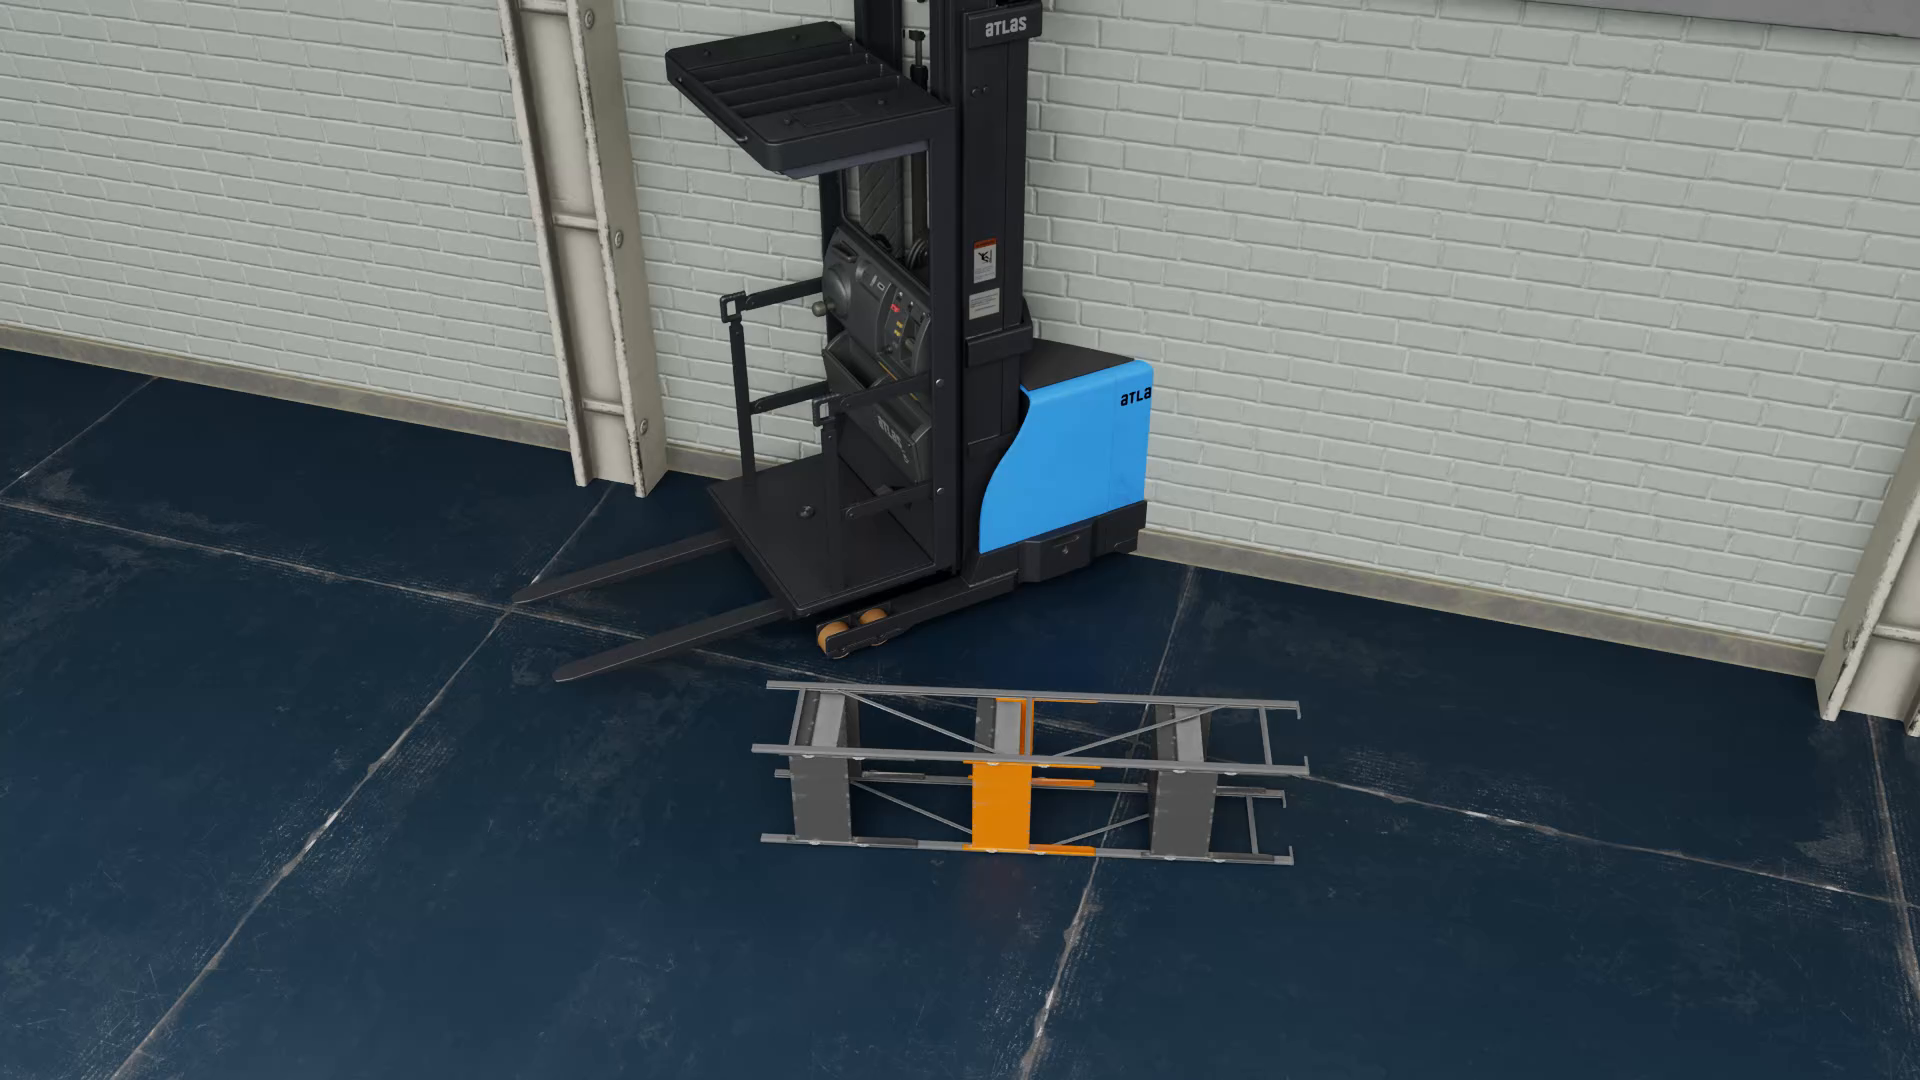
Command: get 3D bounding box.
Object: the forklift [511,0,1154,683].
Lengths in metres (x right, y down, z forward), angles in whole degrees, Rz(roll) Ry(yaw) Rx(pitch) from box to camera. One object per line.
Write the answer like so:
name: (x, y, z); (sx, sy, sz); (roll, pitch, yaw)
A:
forklift: (-0.547, -1.003, 7.140); (3.031, 2.935, 1.130); (-18, 40, -23)

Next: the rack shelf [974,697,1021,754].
rack shelf: (0.146, 0.912, 6.575); (0.174, 0.457, 0.368); (2, 36, 3)

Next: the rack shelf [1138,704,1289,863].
rack shelf: (0.982, 0.941, 6.535); (0.518, 0.480, 0.431); (2, 36, 3)

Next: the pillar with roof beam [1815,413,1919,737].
pillar with roof beam: (2.681, -0.467, 1.293); (0.400, 9.000, 9.100); (10, 38, 14)

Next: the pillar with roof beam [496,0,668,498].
pillar with roof beam: (-3.046, -1.528, 2.734); (0.400, 9.000, 9.100); (10, 38, 14)

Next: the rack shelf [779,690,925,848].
rack shelf: (-0.416, 0.893, 6.601); (0.518, 0.480, 0.431); (2, 36, 3)

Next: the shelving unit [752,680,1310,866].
shelving unit: (0.269, 0.917, 6.569); (2.100, 0.503, 0.431); (2, 36, 3)

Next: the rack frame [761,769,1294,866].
rack frame: (0.269, 1.113, 6.714); (2.100, 0.015, 0.400); (2, 36, 3)

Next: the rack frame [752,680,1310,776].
rack frame: (0.269, 0.720, 6.424); (2.100, 0.015, 0.400); (2, 36, 3)
